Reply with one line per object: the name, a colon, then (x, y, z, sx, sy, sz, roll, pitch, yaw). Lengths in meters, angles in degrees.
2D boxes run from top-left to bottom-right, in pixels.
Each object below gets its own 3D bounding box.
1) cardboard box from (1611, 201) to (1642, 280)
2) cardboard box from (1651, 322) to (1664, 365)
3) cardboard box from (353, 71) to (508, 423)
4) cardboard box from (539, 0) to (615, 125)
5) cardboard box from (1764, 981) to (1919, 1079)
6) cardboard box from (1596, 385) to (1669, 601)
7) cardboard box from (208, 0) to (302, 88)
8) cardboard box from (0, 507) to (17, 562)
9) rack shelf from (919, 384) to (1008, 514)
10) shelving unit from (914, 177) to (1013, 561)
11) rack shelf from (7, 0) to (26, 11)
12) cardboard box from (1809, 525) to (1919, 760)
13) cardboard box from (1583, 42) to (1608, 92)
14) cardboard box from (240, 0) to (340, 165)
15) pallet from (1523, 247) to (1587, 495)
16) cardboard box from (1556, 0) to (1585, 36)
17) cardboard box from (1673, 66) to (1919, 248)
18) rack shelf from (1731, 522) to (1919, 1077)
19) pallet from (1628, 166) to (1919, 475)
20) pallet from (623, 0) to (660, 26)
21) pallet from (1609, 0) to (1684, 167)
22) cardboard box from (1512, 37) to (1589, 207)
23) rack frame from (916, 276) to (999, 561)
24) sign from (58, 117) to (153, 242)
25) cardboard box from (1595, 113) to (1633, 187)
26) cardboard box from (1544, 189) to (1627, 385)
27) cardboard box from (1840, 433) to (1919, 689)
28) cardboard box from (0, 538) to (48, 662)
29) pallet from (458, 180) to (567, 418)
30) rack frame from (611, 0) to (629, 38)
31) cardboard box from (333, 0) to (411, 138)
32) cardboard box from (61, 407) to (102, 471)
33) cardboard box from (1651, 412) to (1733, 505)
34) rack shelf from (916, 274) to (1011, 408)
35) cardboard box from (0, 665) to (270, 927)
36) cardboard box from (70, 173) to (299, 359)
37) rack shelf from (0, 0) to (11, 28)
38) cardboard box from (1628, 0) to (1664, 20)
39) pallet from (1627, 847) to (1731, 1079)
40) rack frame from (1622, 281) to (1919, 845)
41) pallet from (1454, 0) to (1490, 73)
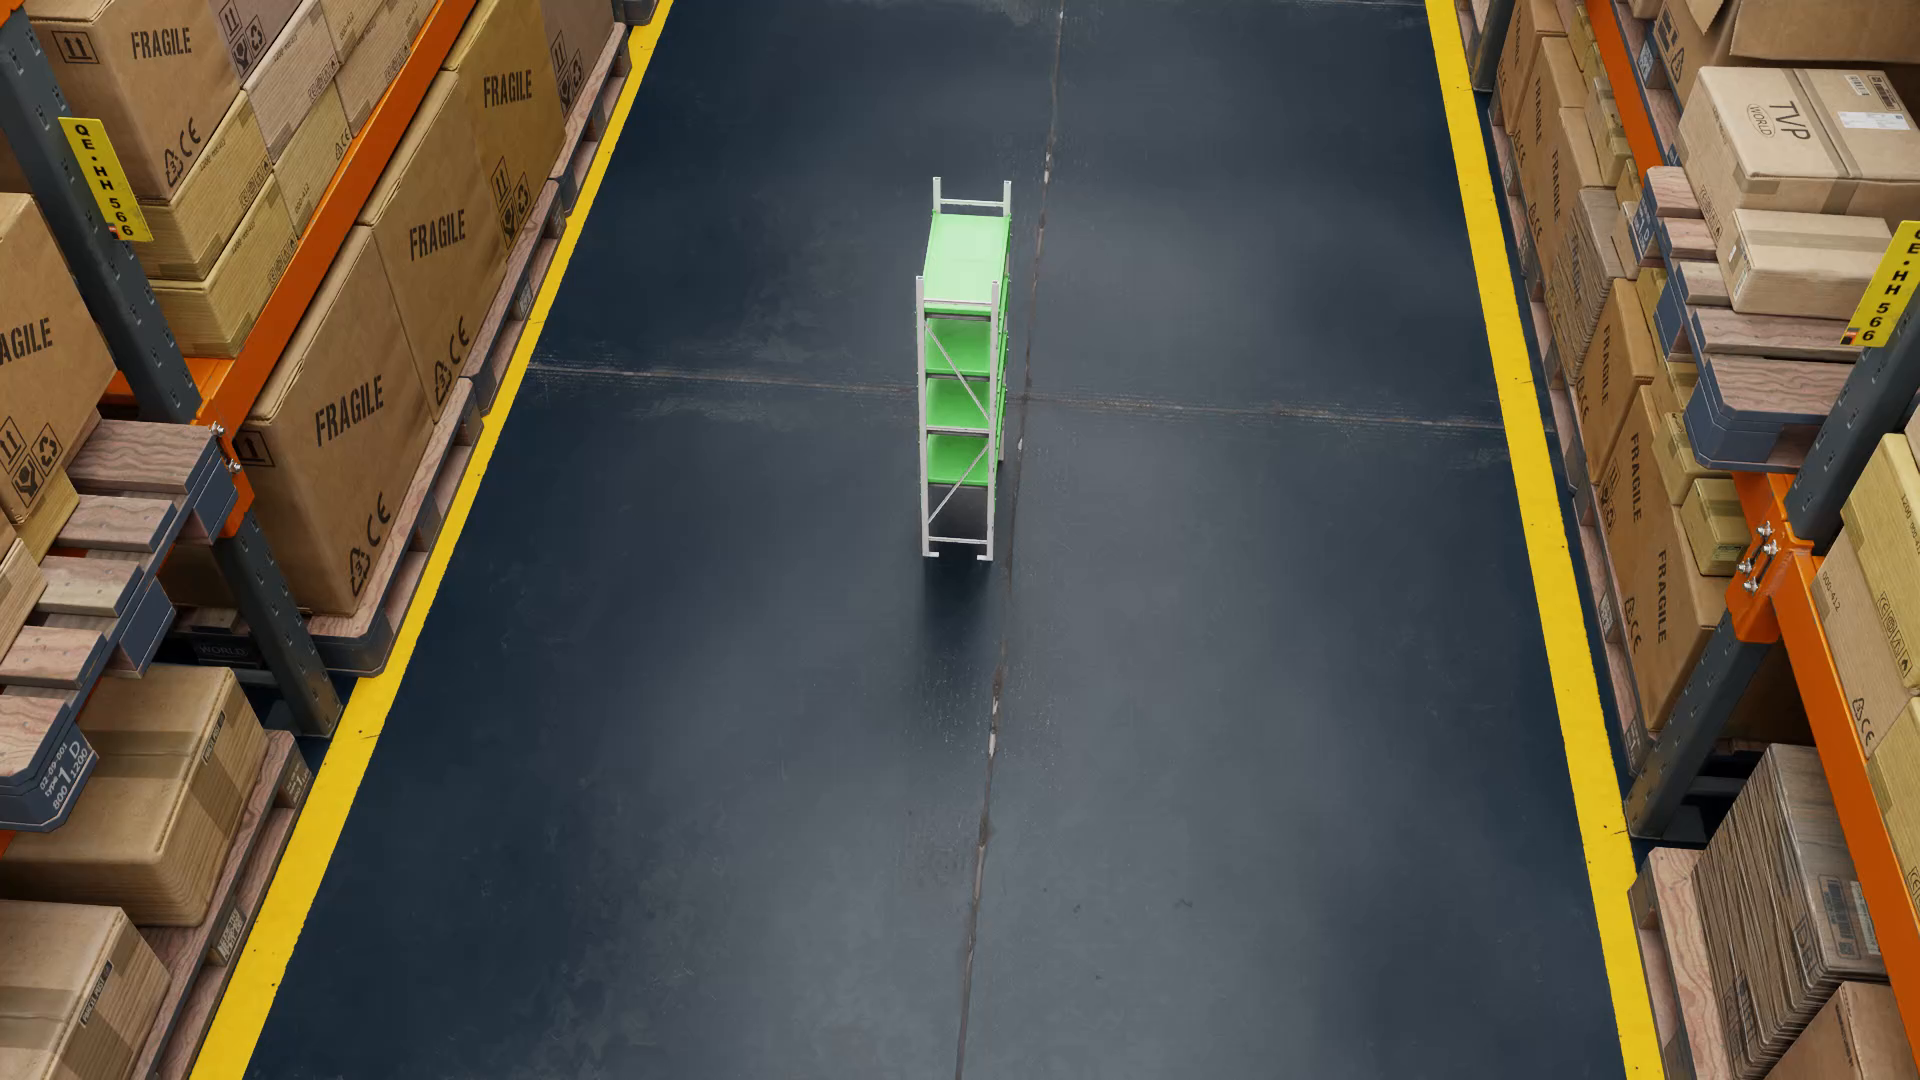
cardboard box: (2.433, -1.006, 5.607, 0.380, 0.149, 0.250, 2, 48, 2)
cardboard box: (2.416, -0.618, 5.252, 0.380, 0.149, 0.250, 5, 48, 5)
cardboard box: (-2.221, -1.049, 5.832, 0.875, 0.875, 0.875, 4, 48, 4)
cardboard box: (-2.064, -2.370, 7.041, 0.875, 0.875, 0.875, 5, 48, 5)
cardboard box: (2.369, 1.461, 3.705, 0.875, 0.625, 0.625, 5, 48, 5)
cardboard box: (2.372, -0.127, 5.243, 0.500, 0.500, 0.500, 3, 48, 3)
cardboard box: (-2.128, -1.550, 4.389, 0.500, 0.500, 0.500, 4, 48, 4)
cardboard box: (-2.253, -0.010, 3.172, 0.500, 0.500, 0.500, 3, 48, 3)
rack shelf: (0.015, -0.322, 5.643, 0.258, 0.148, 0.480, 4, 48, 4)
shelving unit: (0.015, -0.527, 5.419, 0.258, 1.200, 0.503, 4, 48, 4)
rack shelf: (-2.269, -2.707, 4.648, 1.077, 0.370, 4.000, 4, 48, 4)
cardboard box: (2.208, 0.224, 3.614, 0.500, 0.250, 0.500, 4, 48, 4)
cardboard box: (2.587, -1.747, 6.285, 0.380, 0.149, 0.250, 3, 48, 3)
cardboard box: (-2.111, -1.321, 4.688, 0.500, 0.250, 0.500, 5, 48, 4)
pallet: (2.711, -0.635, 6.188, 1.003, 0.211, 1.213, 4, 48, 4)
cardboard box: (2.610, -2.138, 6.643, 0.380, 0.149, 0.250, 3, 48, 2)
cardboard box: (2.265, -1.025, 4.471, 0.500, 0.250, 0.500, 2, 48, 2)
rack shelf: (2.309, 1.576, 2.763, 1.077, 0.370, 4.000, 4, 48, 4)
pallet: (2.484, -0.574, 4.373, 1.213, 0.211, 1.003, 4, 48, 4)
pallet: (-1.940, -3.019, 8.368, 1.003, 0.211, 1.213, 4, 48, 4)
pallet: (2.664, -1.501, 5.220, 1.003, 0.211, 1.213, 4, 48, 4)
cardboard box: (2.549, -1.642, 6.628, 0.500, 0.500, 0.500, 3, 48, 3)
rack frame: (-0.007, -0.347, 5.255, 0.240, 1.200, 0.015, 4, 48, 4)
sign: (-1.910, -0.802, 3.720, 0.100, 0.325, 0.005, 4, 48, 4)
cardboard box: (2.502, -1.383, 5.952, 0.380, 0.149, 0.250, 5, 48, 5)
cardboard box: (2.446, -0.894, 5.945, 0.500, 0.500, 0.500, 2, 48, 2)
cardboard box: (2.183, 0.053, 3.431, 0.500, 0.250, 0.500, 4, 48, 3)
cardboard box: (-2.178, 0.122, 3.491, 0.380, 0.149, 0.250, 4, 48, 3)
pallet: (-2.191, -0.995, 6.517, 1.003, 0.211, 1.213, 4, 48, 4)
rack frame: (-2.087, -3.407, 6.833, 1.000, 3.000, 0.127, 4, 48, 4)
cardboard box: (-2.074, -1.523, 5.212, 0.500, 0.250, 0.500, 5, 48, 5)
cardboard box: (-2.247, -0.268, 3.848, 0.380, 0.149, 0.250, 5, 48, 5)
cardboard box: (2.278, -0.236, 4.903, 0.380, 0.149, 0.250, 2, 48, 2)
rack shelf: (0.015, -0.645, 5.289, 0.258, 0.148, 0.480, 4, 48, 4)
cardboard box: (-2.513, 0.692, 4.580, 0.950, 0.372, 0.625, 1, 48, 1)
cardboard box: (-2.157, -0.760, 4.514, 0.500, 0.250, 0.500, 3, 48, 3)
rack shelf: (-2.634, 0.233, 1.959, 1.077, 0.370, 4.000, 4, 48, 4)
cardboard box: (2.471, -1.954, 5.152, 0.700, 0.500, 0.500, 4, 48, 3)
pallet: (2.378, 1.407, 4.320, 1.003, 0.211, 1.213, 4, 48, 4)
rack frame: (2.492, -0.136, 3.842, 1.000, 3.000, 0.127, 4, 48, 4)
pallet: (2.920, -2.639, 8.021, 1.003, 0.211, 1.213, 4, 48, 4)
